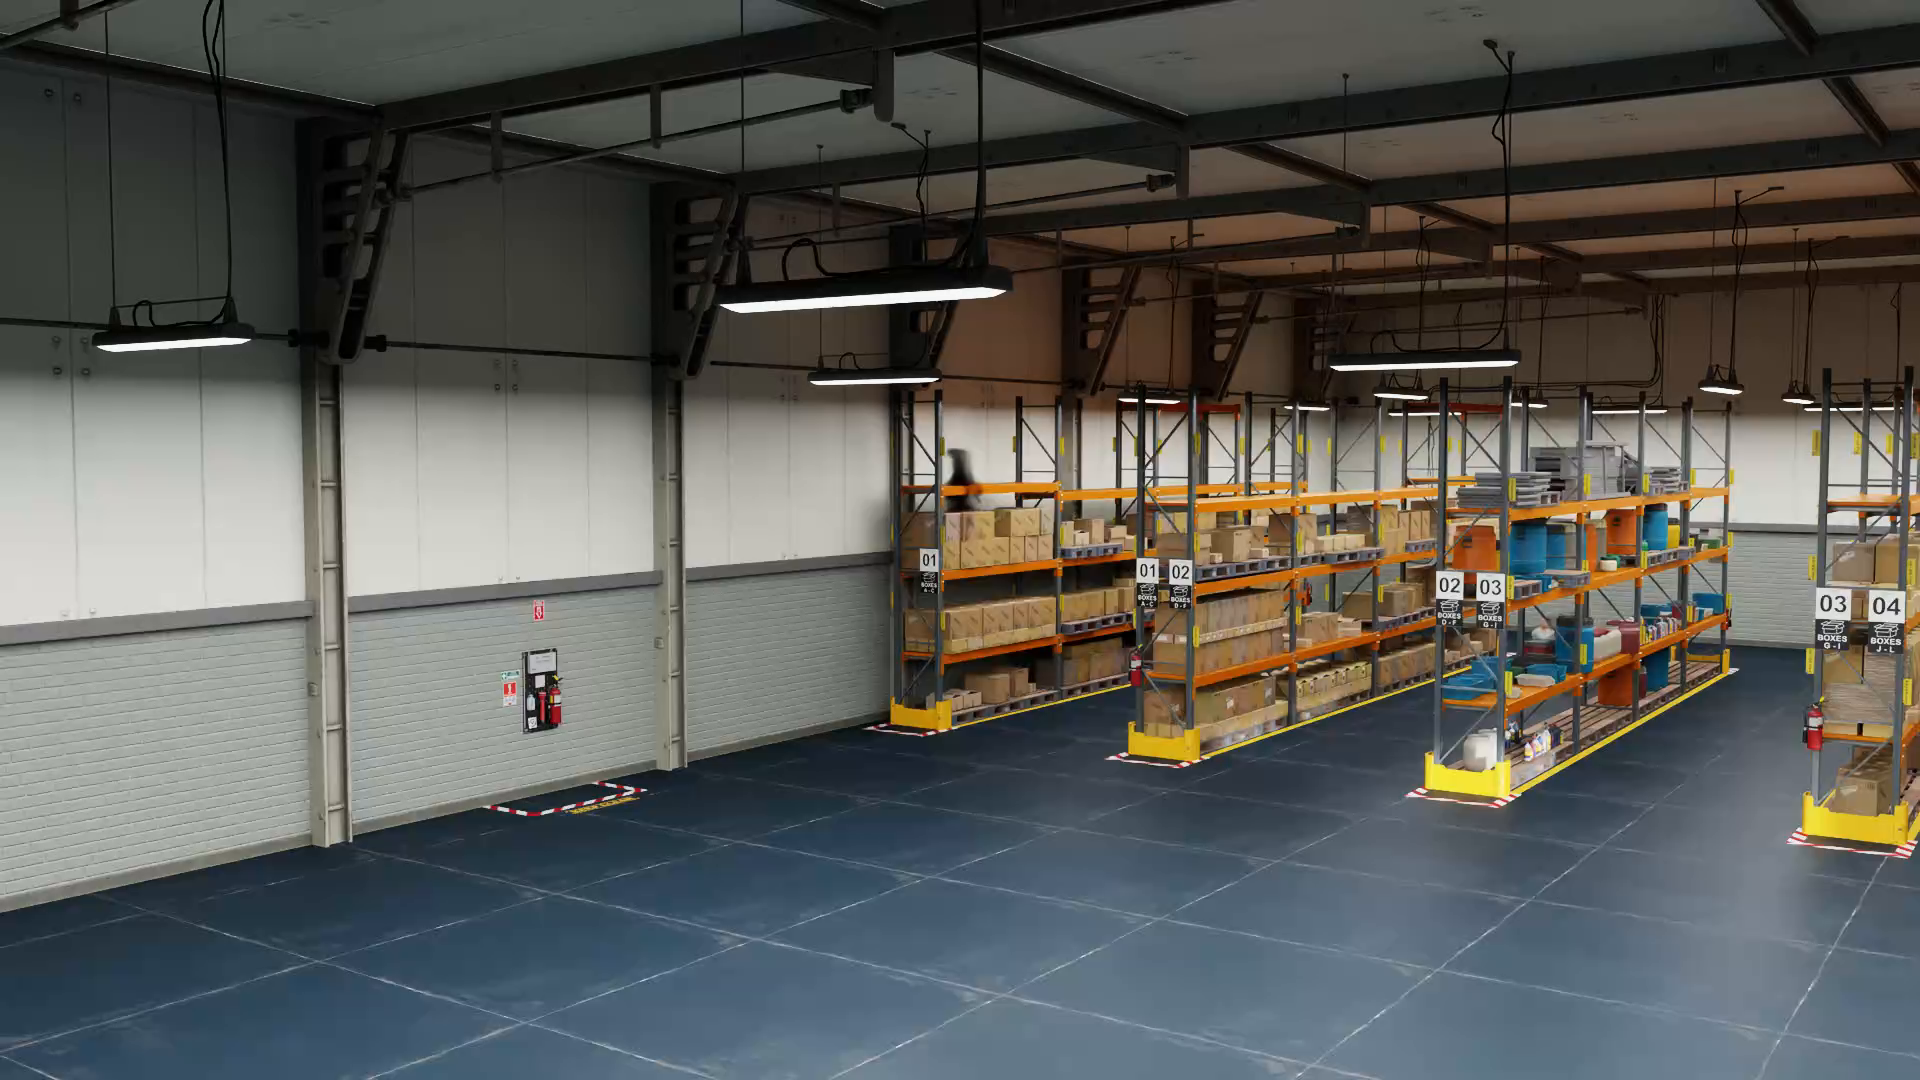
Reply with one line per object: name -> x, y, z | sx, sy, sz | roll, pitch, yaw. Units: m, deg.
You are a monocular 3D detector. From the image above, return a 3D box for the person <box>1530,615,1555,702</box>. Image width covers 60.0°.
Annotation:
person -> 11.522, 2.325, 32.776 | 0.537, 1.713, 0.818 | 3, 4, 40
